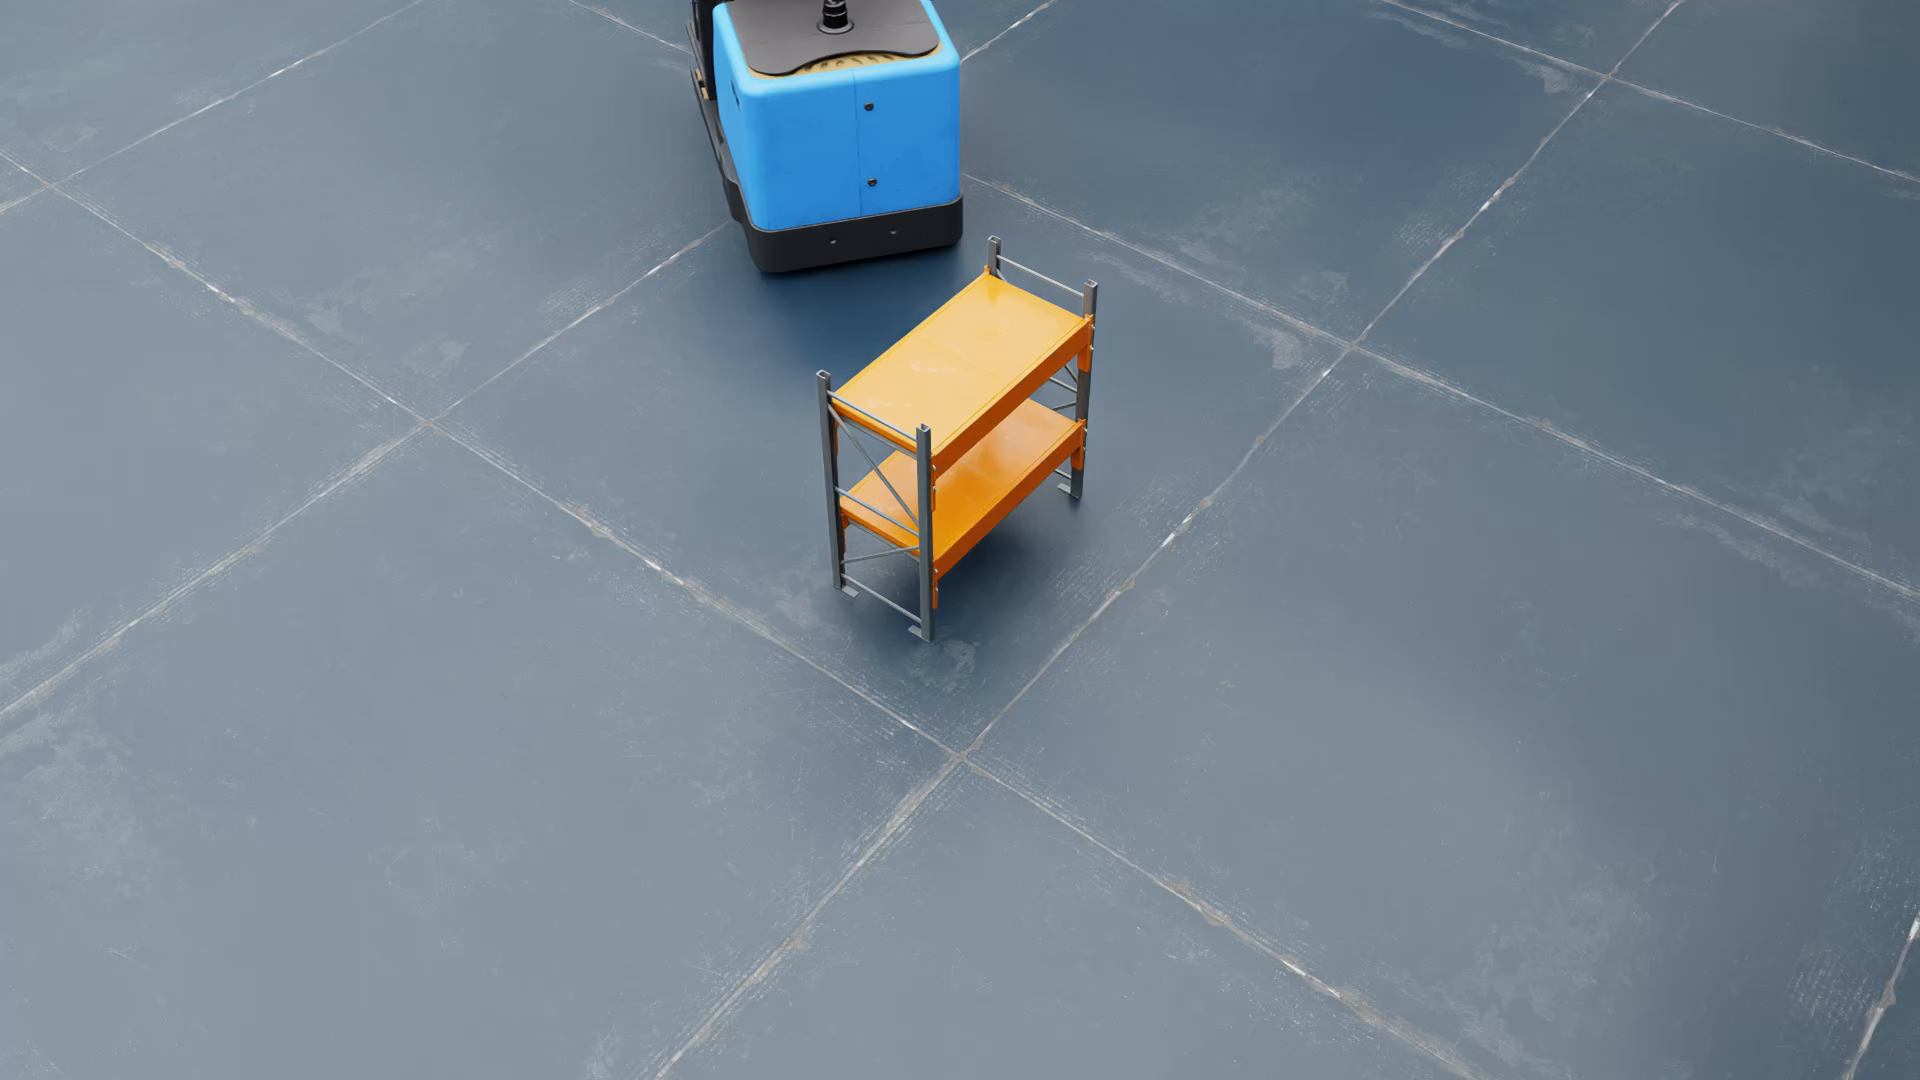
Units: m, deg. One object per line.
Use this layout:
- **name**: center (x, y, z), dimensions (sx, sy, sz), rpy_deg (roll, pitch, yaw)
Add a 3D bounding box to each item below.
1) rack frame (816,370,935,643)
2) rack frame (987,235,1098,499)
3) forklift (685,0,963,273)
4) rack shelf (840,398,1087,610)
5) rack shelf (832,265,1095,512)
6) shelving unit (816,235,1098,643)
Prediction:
- **rack frame**: center (-0.307, -0.102, 6.234), dimensions (0.500, 1.125, 0.032), rpy_deg (29, 53, 25)
- **rack frame**: center (0.315, -0.683, 6.790), dimensions (0.500, 1.125, 0.032), rpy_deg (29, 53, 25)
- **forklift**: center (-0.865, -3.394, 8.130), dimensions (1.130, 2.935, 3.031), rpy_deg (-11, 47, -10)
- **rack shelf**: center (0.004, -0.224, 6.688), dimensions (0.538, 0.278, 1.000), rpy_deg (29, 53, 25)
- **rack shelf**: center (0.004, -0.595, 6.300), dimensions (0.538, 0.278, 1.000), rpy_deg (29, 53, 25)
- **shelving unit**: center (0.004, -0.392, 6.512), dimensions (0.538, 1.125, 1.048), rpy_deg (29, 53, 25)
